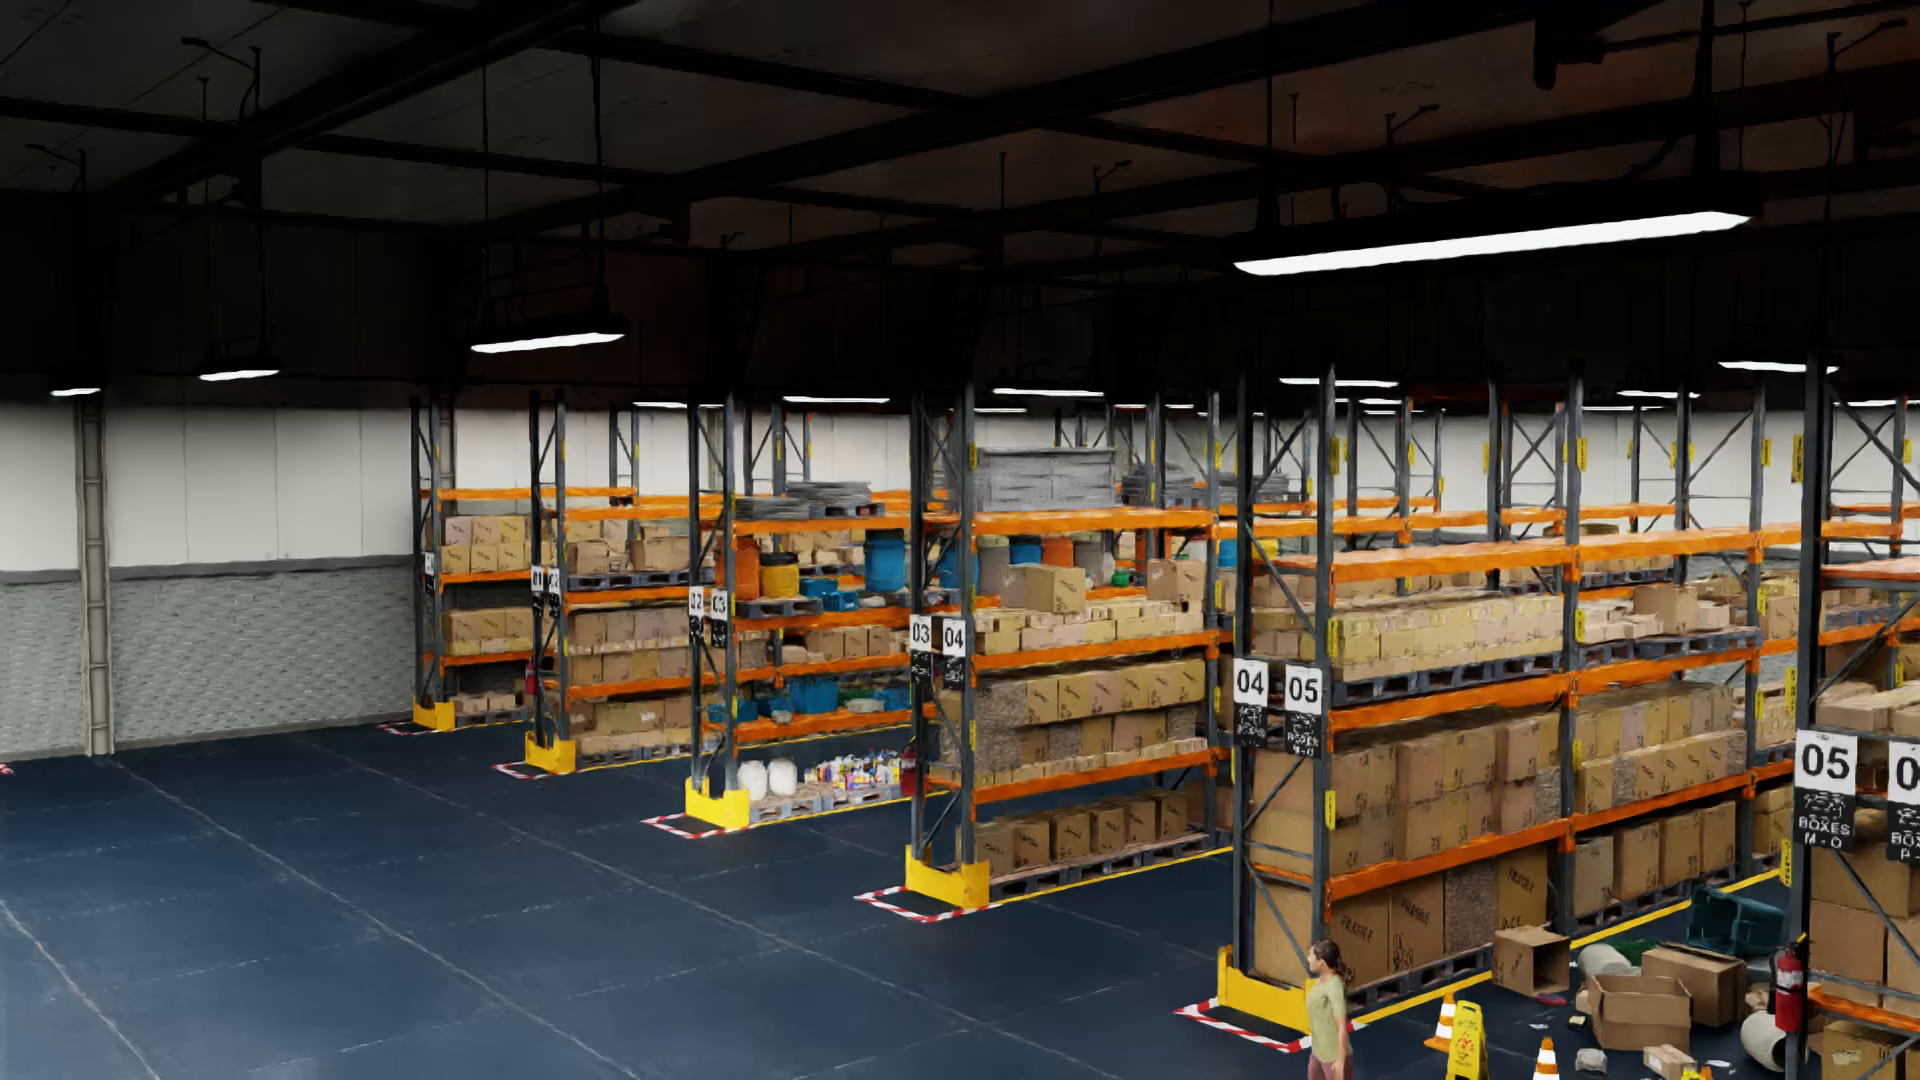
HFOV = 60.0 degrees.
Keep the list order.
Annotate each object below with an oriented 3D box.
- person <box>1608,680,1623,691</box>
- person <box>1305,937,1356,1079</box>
[{"bbox_3d":[9.902,2.865,25.063,0.997,1.625,0.500,-3,4,-41],"label":"person"},{"bbox_3d":[2.684,3.648,11.762,0.570,1.653,0.494,0,3,-3],"label":"person"}]
